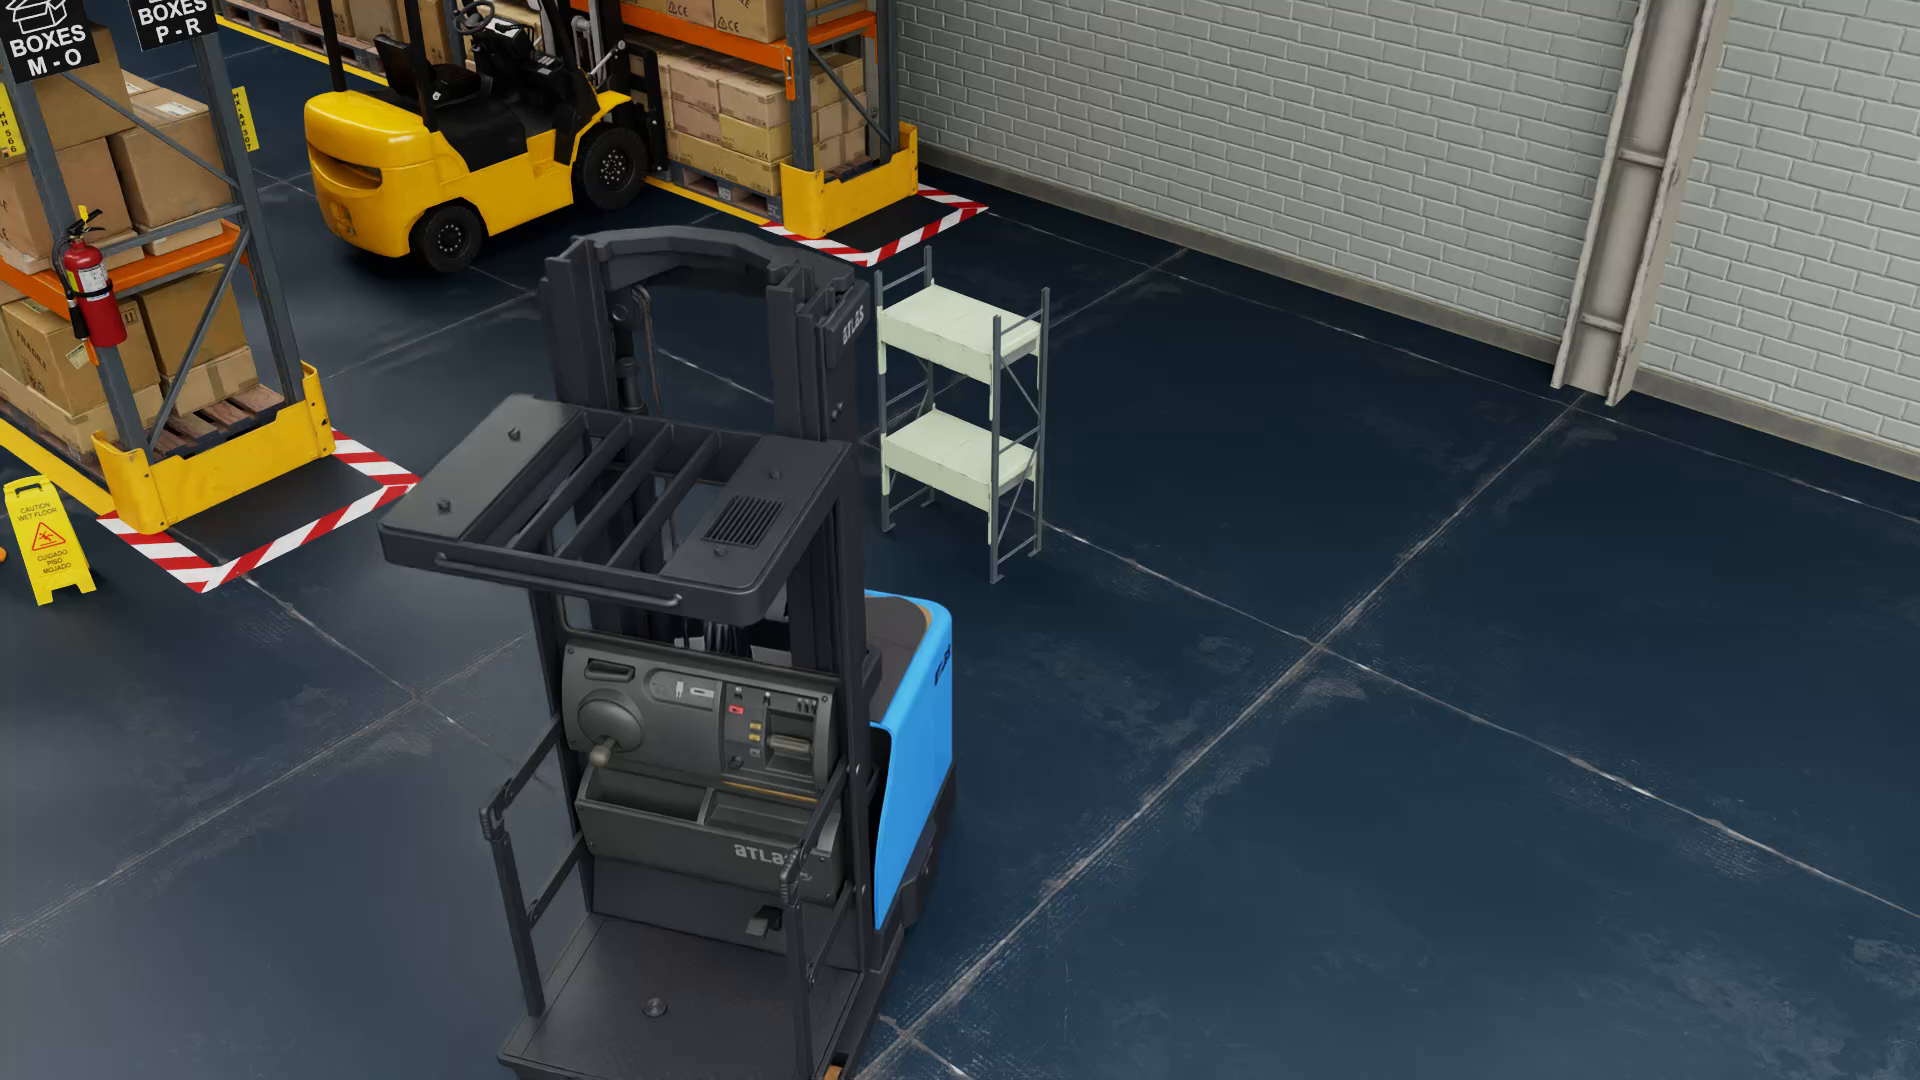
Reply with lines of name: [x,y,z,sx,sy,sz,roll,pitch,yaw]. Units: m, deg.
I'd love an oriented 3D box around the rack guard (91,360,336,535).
rack guard: [-4.046,-0.534,9.086,0.348,0.500,1.175,25,42,32]

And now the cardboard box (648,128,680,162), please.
cardboard box: [-2.133,-3.140,12.730,0.500,0.250,0.500,26,42,32]

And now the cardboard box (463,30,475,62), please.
cardboard box: [-3.714,-4.083,13.662,0.500,0.250,0.500,25,42,32]

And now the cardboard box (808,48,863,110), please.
cardboard box: [-1.063,-3.406,12.235,0.500,0.250,0.500,25,41,31]

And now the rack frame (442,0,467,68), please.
rack frame: [-3.889,-5.147,13.595,0.127,3.000,1.000,25,42,32]

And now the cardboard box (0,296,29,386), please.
cardboard box: [-5.173,-1.250,9.316,0.500,0.500,0.500,27,43,33]

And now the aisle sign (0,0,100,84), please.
aisle sign: [-4.126,-2.460,7.386,0.004,0.787,0.394,25,42,32]

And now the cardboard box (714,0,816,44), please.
cardboard box: [-1.361,-3.803,11.550,0.500,0.500,0.500,24,41,31]

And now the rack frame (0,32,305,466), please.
rack frame: [-3.988,-1.537,8.338,0.127,3.000,1.000,25,42,32]

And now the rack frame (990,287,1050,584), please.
rack frame: [0.286,-0.483,8.129,0.023,1.500,0.400,25,42,32]

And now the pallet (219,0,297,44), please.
pallet: [-6.355,-5.131,16.035,1.213,0.211,1.003,25,42,32]

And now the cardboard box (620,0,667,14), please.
cardboard box: [-2.148,-4.180,12.099,0.500,0.500,0.500,24,41,31]

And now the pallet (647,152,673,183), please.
pallet: [-2.363,-3.249,13.295,1.213,0.211,1.003,25,42,32]

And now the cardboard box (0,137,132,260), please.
cardboard box: [-4.581,-1.777,8.337,0.500,0.500,0.500,24,41,31]

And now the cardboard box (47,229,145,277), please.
cardboard box: [-4.412,-1.476,8.471,0.250,0.149,0.380,27,43,33]

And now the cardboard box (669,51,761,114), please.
cardboard box: [-1.764,-3.363,12.172,0.500,0.250,0.500,26,42,33]

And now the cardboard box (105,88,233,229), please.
cardboard box: [-4.174,-1.993,8.651,0.500,0.500,0.500,25,41,31]

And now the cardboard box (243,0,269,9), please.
cardboard box: [-6.492,-5.558,15.920,0.625,0.625,0.875,27,43,33]

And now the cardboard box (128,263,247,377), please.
cardboard box: [-4.449,-1.307,9.398,0.500,0.500,0.500,24,41,30]

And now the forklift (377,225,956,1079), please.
forklift: [-0.913,0.649,5.216,1.130,2.935,3.031,9,36,13]

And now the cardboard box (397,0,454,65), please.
cardboard box: [-4.297,-4.525,14.416,0.625,0.625,0.875,27,43,34]

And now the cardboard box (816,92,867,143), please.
cardboard box: [-1.043,-3.204,12.382,0.500,0.250,0.500,26,42,33]

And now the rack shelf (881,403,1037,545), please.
rack shelf: [0.005,-0.347,8.506,0.720,0.370,0.431,25,42,32]

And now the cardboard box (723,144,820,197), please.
cardboard box: [-1.378,-2.770,12.192,0.500,0.250,0.500,26,42,32]

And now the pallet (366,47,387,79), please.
pallet: [-4.480,-4.247,14.748,1.213,0.211,1.003,25,42,32]

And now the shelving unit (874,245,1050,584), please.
shelving unit: [0.005,-0.616,8.322,0.755,1.500,0.431,25,42,32]

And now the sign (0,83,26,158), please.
sign: [-4.358,-1.910,7.580,0.005,0.325,0.100,25,42,32]

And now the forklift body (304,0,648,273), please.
forklift body: [-3.439,-3.241,11.570,1.214,2.155,2.313,25,42,32]

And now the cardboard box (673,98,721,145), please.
cardboard box: [-1.767,-3.170,12.333,0.500,0.250,0.500,25,42,31]

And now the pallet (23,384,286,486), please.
pallet: [-4.648,-0.725,9.619,1.213,0.211,1.003,25,42,32]

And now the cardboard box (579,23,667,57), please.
cardboard box: [-2.543,-3.728,12.704,0.500,0.250,0.500,24,41,31]

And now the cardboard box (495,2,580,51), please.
cardboard box: [-3.331,-4.097,13.241,0.500,0.250,0.500,25,42,32]

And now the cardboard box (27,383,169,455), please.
cardboard box: [-4.799,-0.761,9.266,0.500,0.250,0.500,25,42,32]

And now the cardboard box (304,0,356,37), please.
cardboard box: [-5.467,-5.081,15.225,0.625,0.625,0.875,23,41,30]

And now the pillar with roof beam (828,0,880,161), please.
pillar with roof beam: [-3.528,-4.942,7.997,0.400,9.000,9.100,25,42,32]

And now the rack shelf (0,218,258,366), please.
rack shelf: [-5.525,-1.965,9.597,4.000,0.370,1.077,25,42,32]

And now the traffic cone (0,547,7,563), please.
traffic cone: [-5.144,-0.086,8.466,0.334,0.463,0.336,25,42,32]

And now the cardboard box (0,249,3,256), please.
cardboard box: [-4.861,-1.621,8.683,0.250,0.149,0.380,24,41,31]
